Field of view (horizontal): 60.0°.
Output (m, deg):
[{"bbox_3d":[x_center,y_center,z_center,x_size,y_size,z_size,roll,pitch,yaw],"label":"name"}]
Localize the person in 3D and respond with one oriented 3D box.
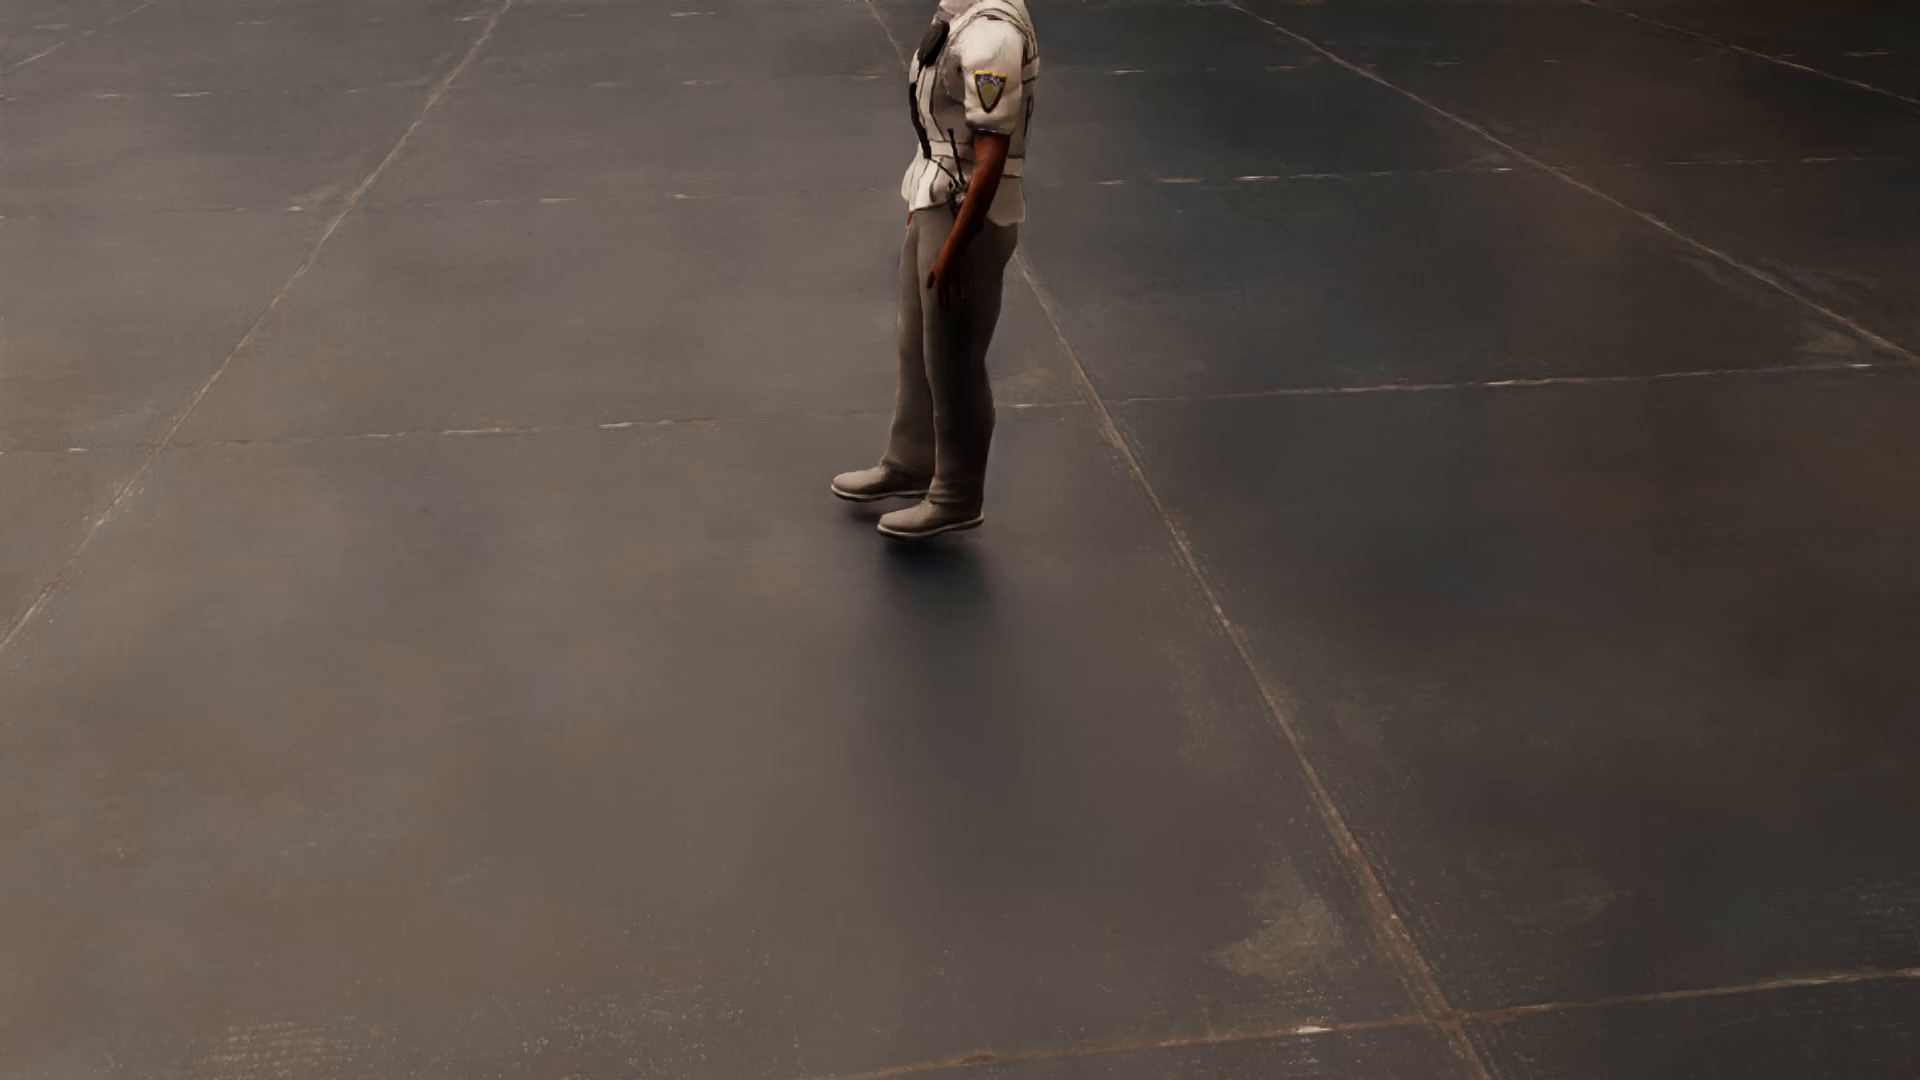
[{"bbox_3d":[-0.077,-0.810,4.226,0.529,1.695,0.570,-3,26,-7],"label":"person"}]
